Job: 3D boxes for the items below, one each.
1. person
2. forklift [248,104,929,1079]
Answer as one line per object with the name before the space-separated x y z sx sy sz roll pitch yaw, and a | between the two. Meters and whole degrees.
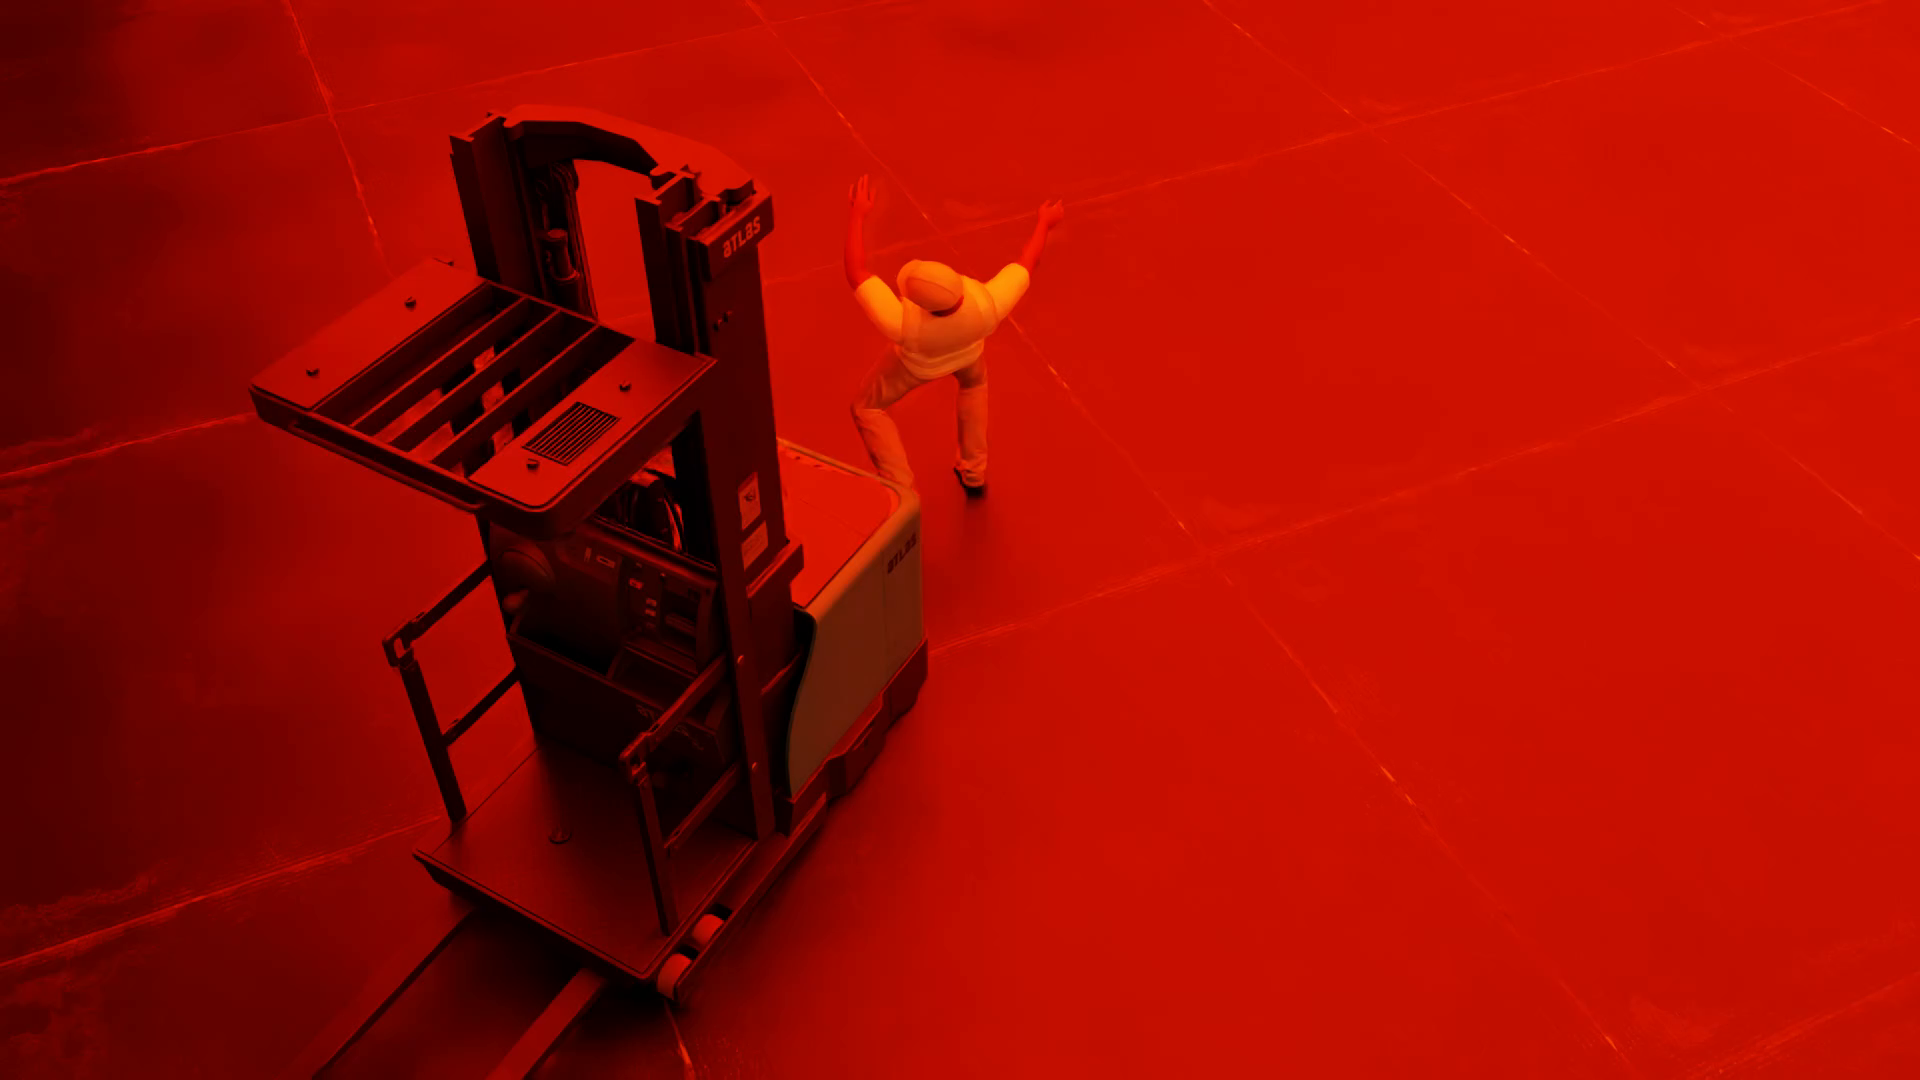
person | 0.058 -0.898 7.604 1.109 1.596 0.709 -19 46 -19
forklift | -1.310 0.233 5.431 1.130 2.935 3.031 22 47 22
